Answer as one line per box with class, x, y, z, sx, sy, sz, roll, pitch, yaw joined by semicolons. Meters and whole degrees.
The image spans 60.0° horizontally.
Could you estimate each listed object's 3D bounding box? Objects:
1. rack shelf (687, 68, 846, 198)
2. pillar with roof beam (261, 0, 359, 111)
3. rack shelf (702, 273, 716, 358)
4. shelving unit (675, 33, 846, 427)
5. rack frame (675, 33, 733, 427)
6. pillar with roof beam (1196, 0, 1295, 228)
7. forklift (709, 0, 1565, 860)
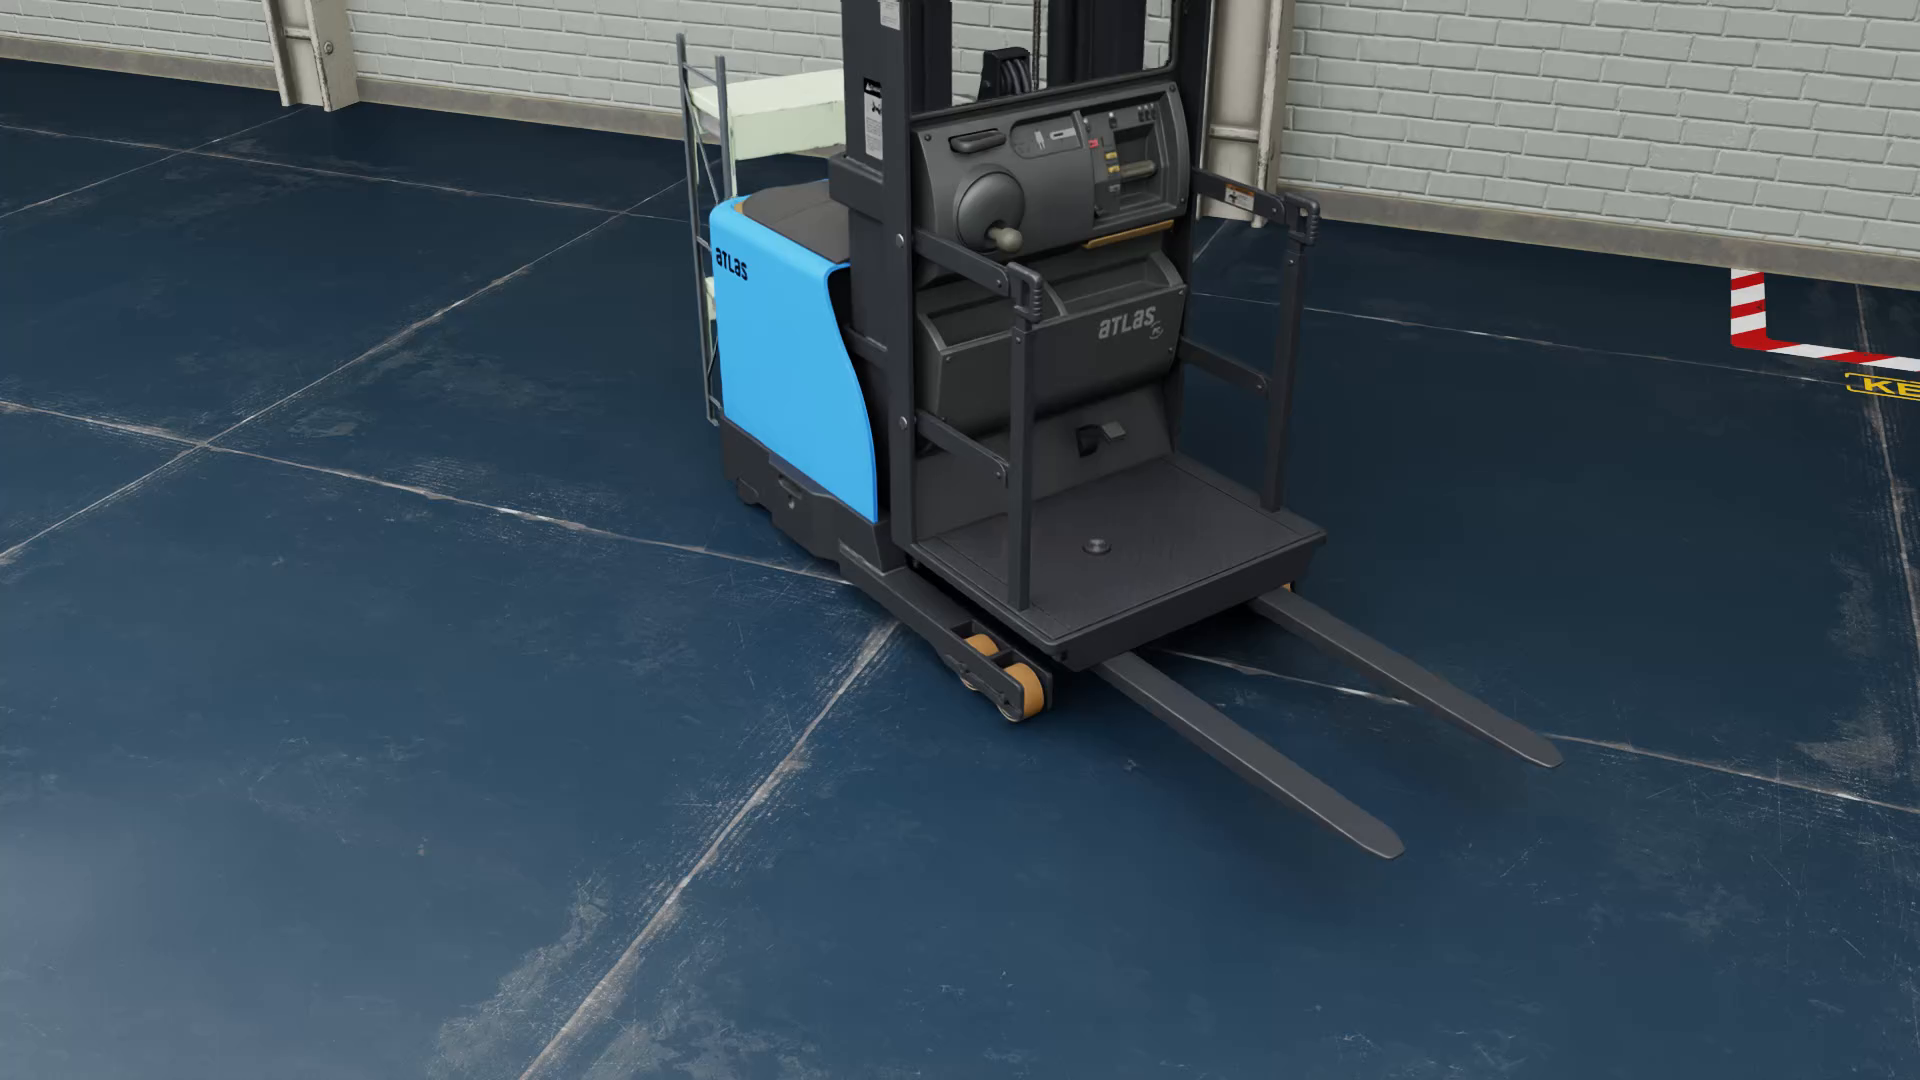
rack shelf;-0.578;-1.480;6.051;0.720;0.370;0.431;-16;33;-25
pillar with roof beam;-5.742;-4.784;5.069;0.400;9.000;9.100;11;31;19
rack shelf;-0.578;-0.856;6.403;0.720;0.370;0.431;-16;33;-25
shelving unit;-0.578;-1.140;6.243;0.755;1.500;0.431;-16;33;-25
rack frame;-0.896;-1.051;6.085;0.023;1.500;0.400;-16;33;-25
pillar with roof beam;-0.183;-3.674;3.105;0.400;9.000;9.100;11;31;19
forklift;0.409;-1.023;4.581;1.130;2.935;3.031;-19;35;-31
